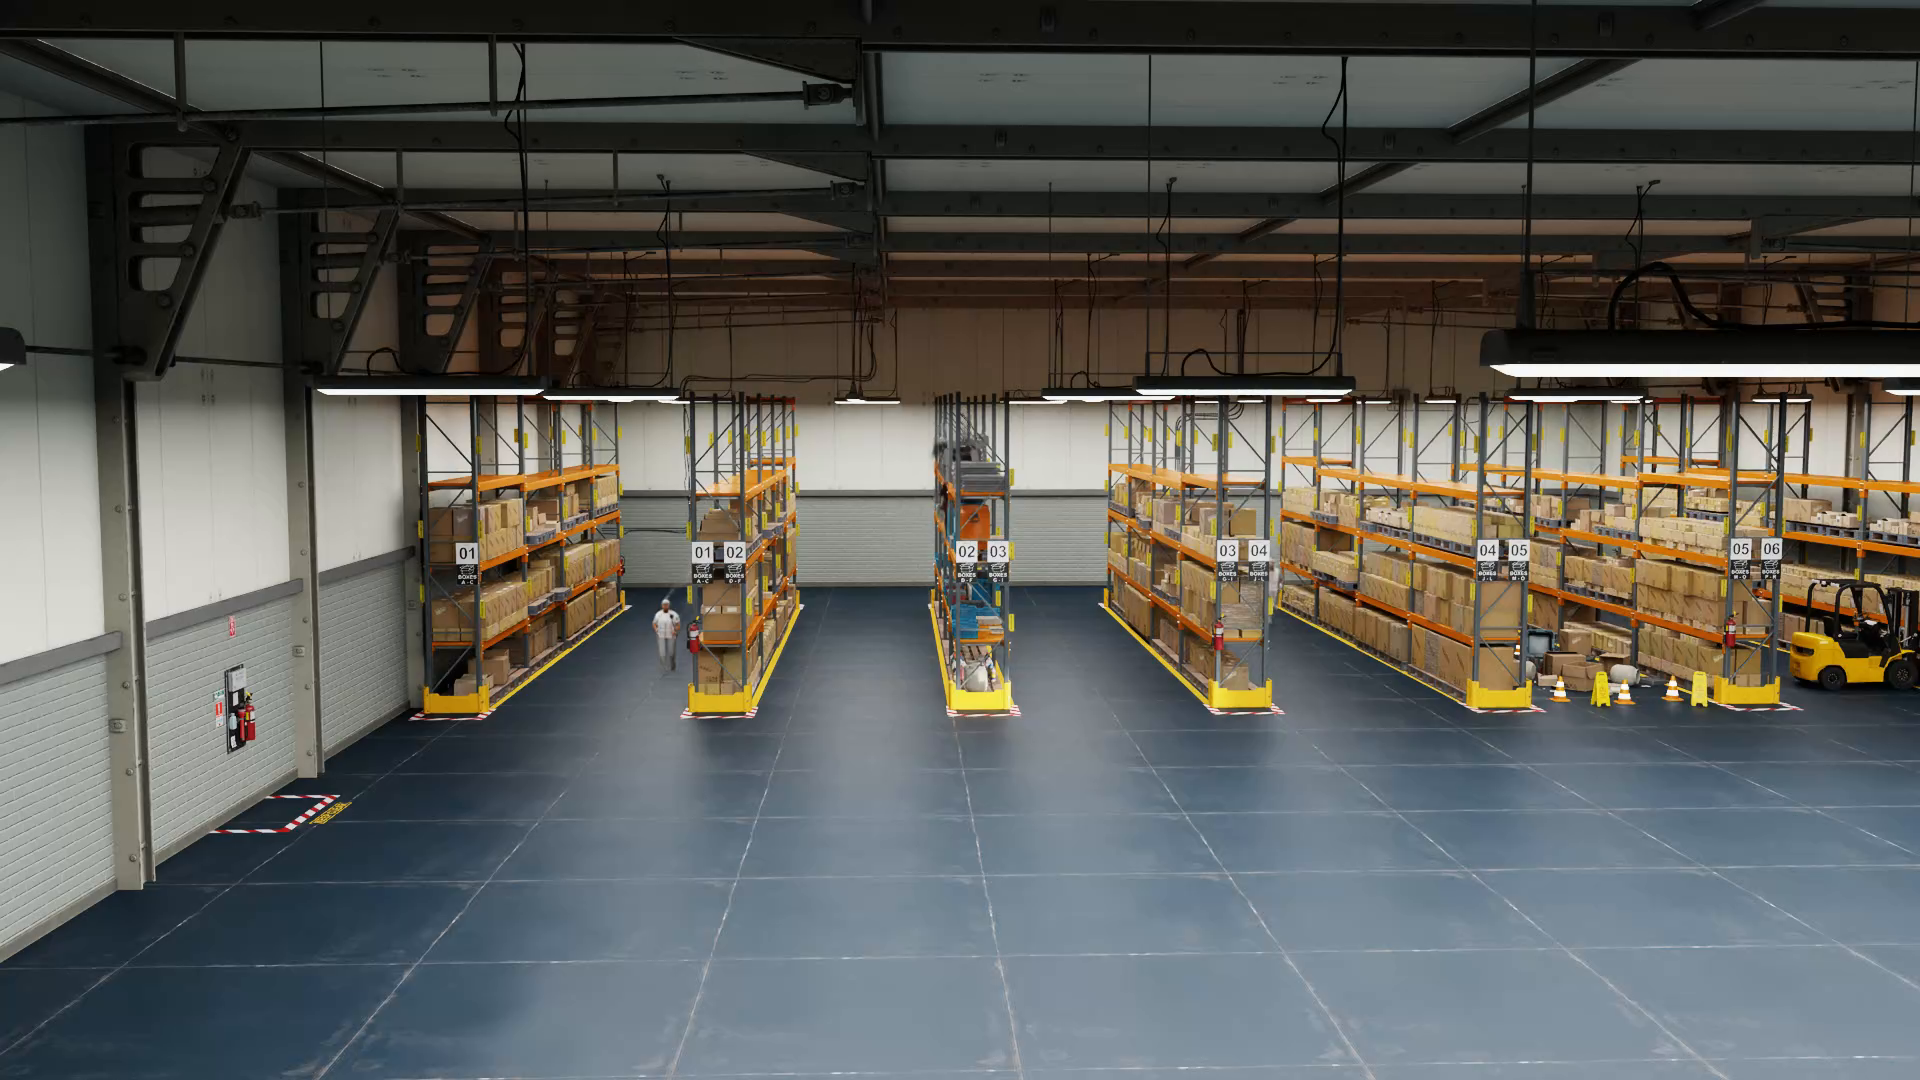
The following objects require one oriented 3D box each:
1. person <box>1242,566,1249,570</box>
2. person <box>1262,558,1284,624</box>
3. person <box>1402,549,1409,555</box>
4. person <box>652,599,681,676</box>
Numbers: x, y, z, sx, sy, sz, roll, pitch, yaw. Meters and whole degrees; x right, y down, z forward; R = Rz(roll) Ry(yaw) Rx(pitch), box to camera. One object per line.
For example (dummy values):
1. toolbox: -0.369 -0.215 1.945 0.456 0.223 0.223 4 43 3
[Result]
1. person: 7.910 1.148 46.763 0.671 1.647 0.587 1 5 8
2. person: 8.183 1.349 43.687 0.690 1.744 0.582 0 5 -5
3. person: 13.186 0.913 49.281 0.564 1.712 0.742 0 5 2
4. person: -6.264 2.076 35.445 0.603 1.617 0.551 0 5 -6
